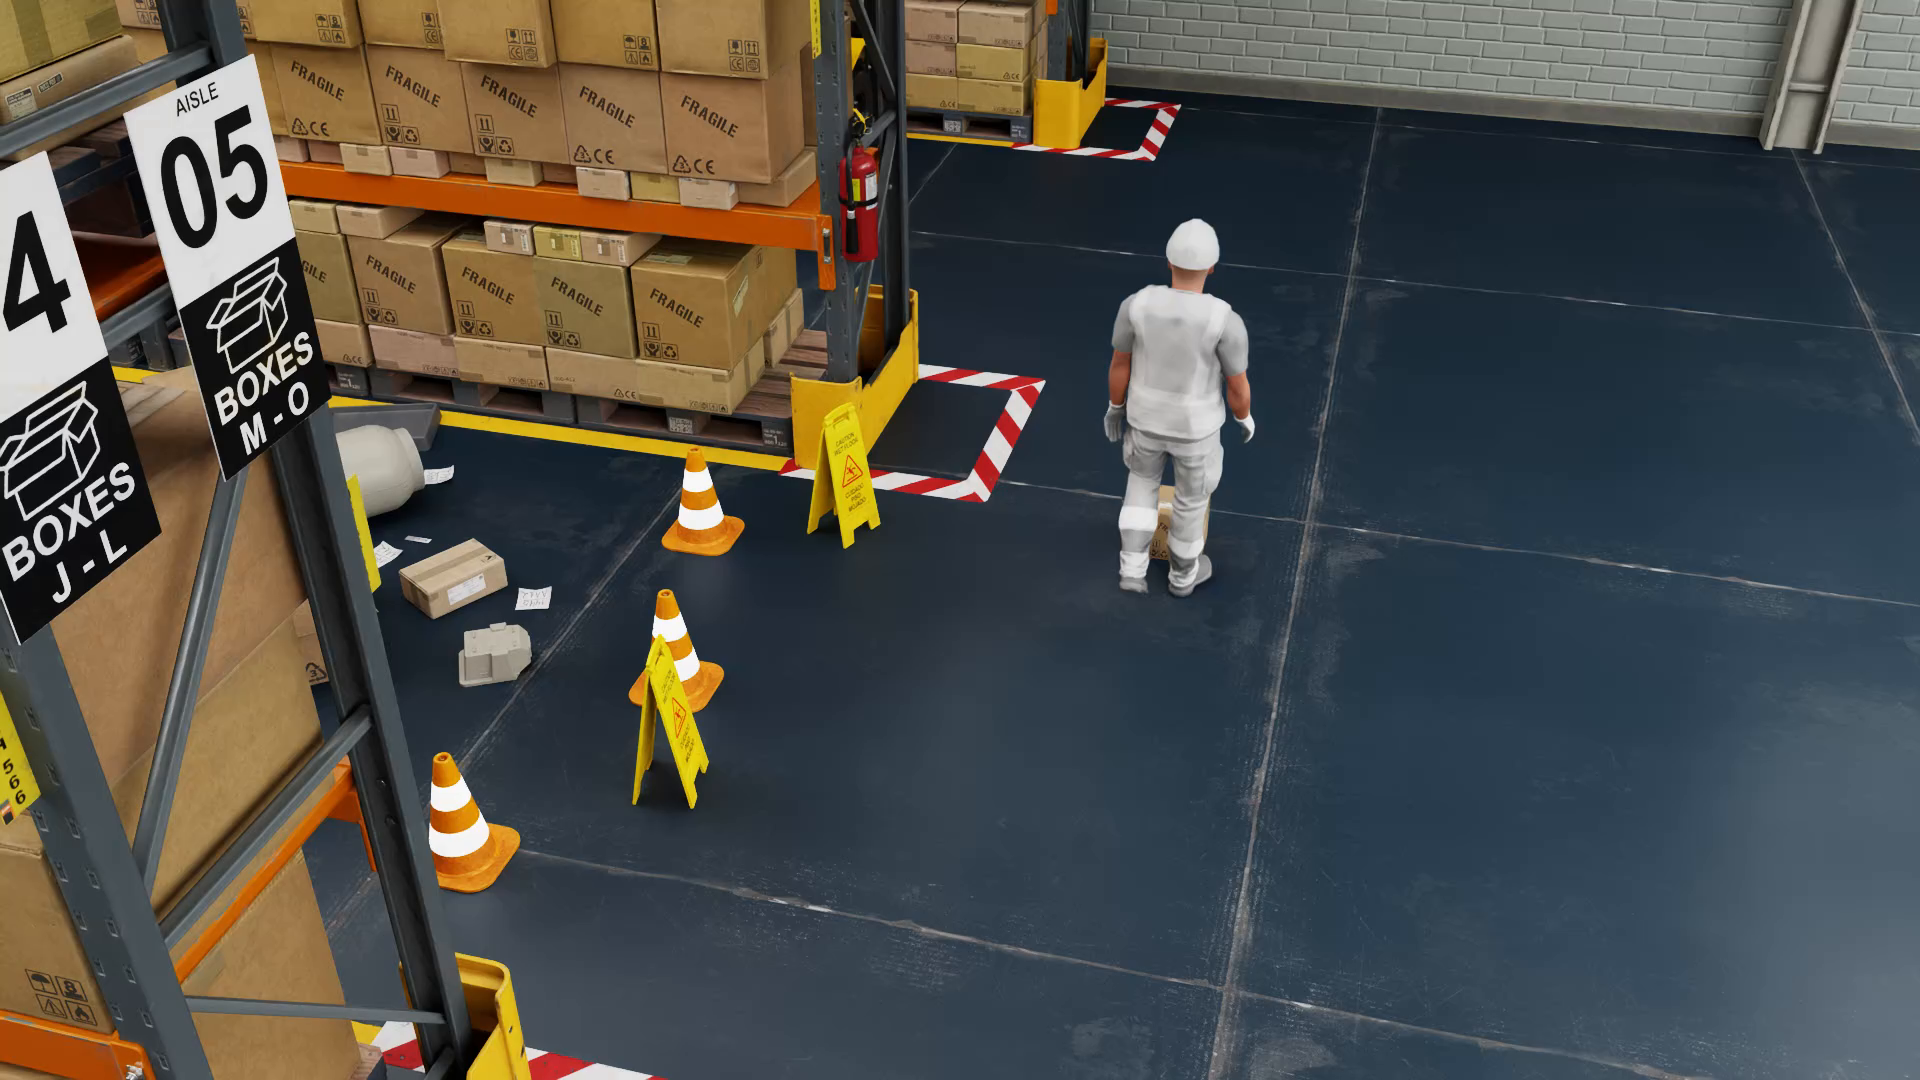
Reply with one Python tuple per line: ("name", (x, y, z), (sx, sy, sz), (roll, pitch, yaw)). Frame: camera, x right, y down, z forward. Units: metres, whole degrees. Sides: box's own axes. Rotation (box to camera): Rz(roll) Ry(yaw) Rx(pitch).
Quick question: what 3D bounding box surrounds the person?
("person", (0.919, -0.523, 6.919), (0.604, 1.795, 0.540), (14, 35, 20))
